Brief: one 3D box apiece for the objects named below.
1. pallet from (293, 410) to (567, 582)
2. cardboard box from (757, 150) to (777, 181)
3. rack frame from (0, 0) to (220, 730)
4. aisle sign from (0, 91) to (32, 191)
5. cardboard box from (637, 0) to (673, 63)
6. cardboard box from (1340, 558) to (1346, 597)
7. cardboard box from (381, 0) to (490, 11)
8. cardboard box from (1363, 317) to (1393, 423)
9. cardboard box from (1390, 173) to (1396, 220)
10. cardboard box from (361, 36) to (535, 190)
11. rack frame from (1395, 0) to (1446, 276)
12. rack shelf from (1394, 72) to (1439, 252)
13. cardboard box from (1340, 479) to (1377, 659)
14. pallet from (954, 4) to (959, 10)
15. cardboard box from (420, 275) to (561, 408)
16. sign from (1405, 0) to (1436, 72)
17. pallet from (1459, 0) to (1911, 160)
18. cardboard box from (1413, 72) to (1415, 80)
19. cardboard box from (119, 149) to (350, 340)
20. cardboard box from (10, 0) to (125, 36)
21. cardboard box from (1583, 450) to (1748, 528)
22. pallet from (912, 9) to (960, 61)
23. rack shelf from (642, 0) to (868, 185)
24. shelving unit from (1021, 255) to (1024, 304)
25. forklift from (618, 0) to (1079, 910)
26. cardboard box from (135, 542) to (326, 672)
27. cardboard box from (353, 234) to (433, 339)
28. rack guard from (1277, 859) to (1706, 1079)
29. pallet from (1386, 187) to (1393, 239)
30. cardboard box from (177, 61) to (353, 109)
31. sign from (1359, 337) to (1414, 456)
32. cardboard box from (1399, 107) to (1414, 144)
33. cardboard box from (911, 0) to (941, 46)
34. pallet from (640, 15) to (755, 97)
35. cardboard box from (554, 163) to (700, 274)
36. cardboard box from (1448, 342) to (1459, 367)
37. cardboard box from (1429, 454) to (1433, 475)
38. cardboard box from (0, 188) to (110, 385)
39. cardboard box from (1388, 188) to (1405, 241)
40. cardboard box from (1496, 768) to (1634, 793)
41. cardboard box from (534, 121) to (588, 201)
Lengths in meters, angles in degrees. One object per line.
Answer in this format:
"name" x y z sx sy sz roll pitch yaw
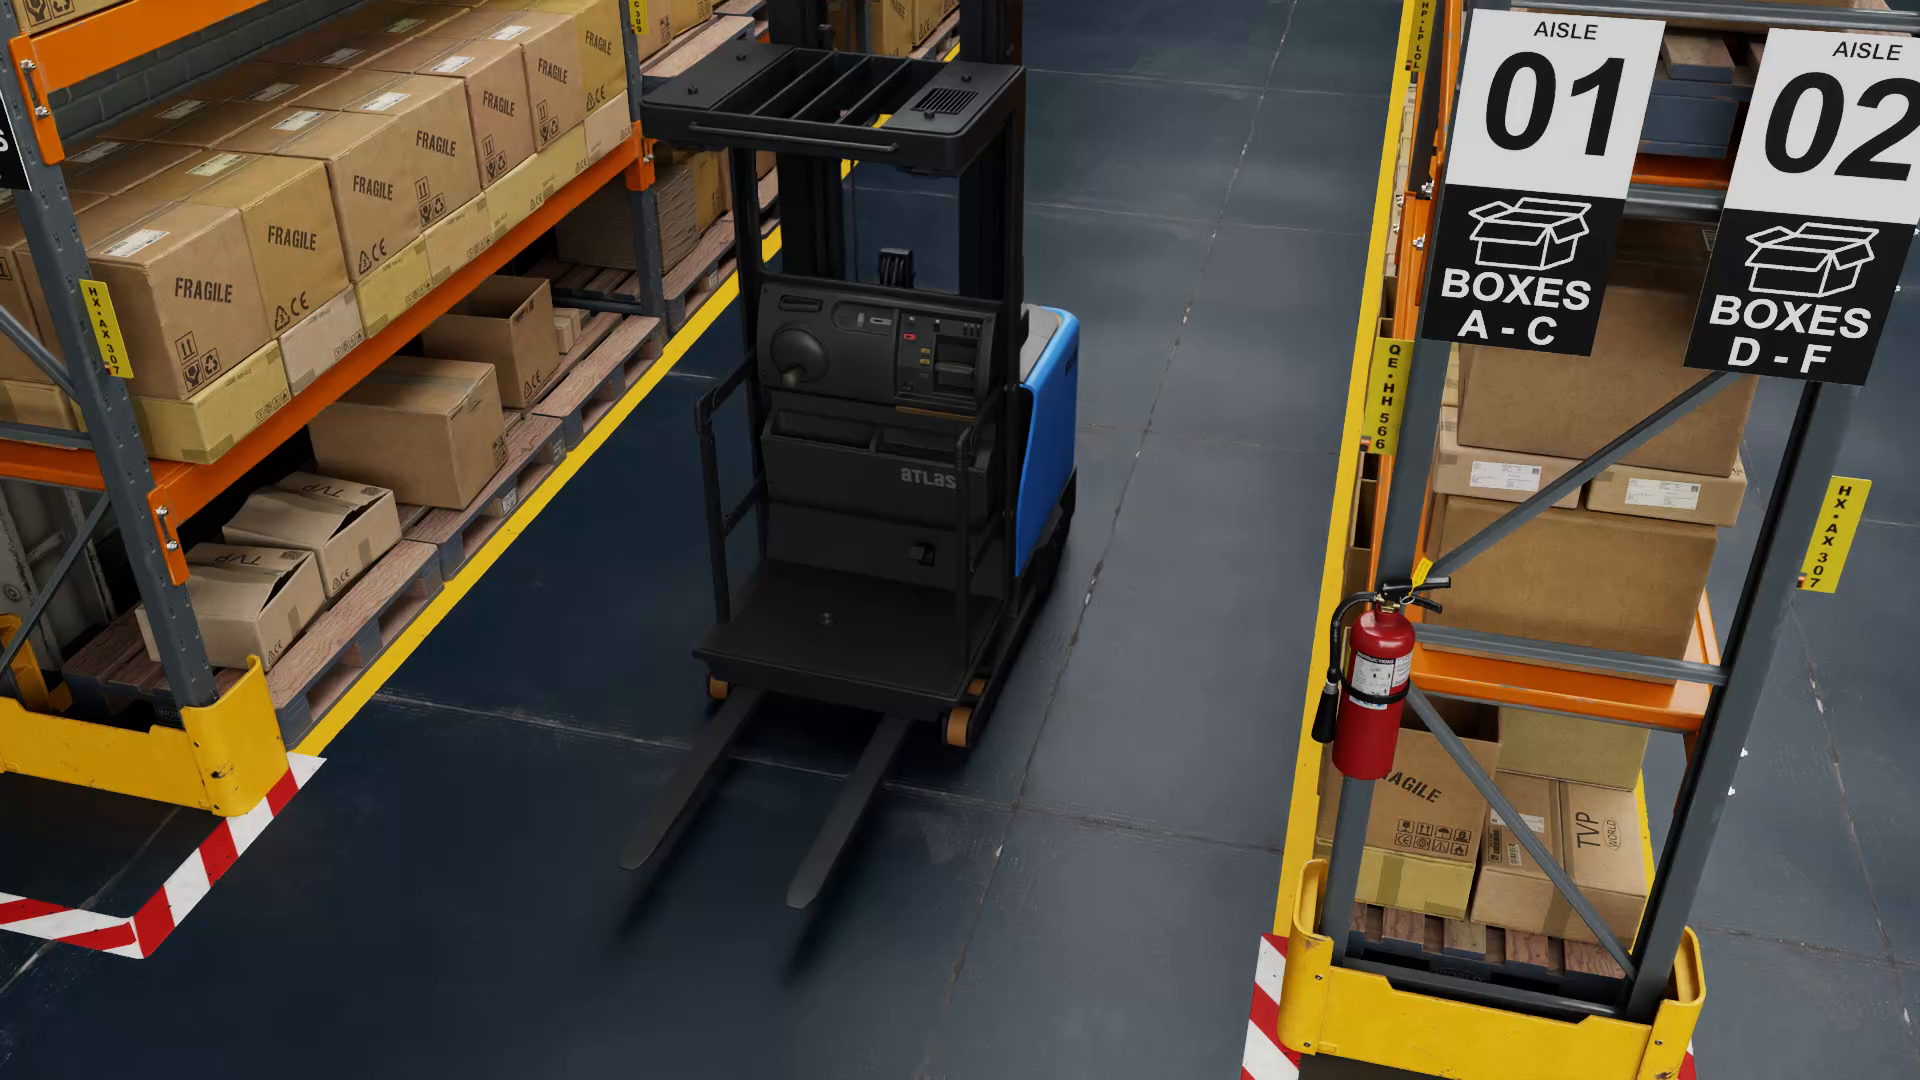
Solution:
"pallet" -2.614 -0.274 7.985 1.003 0.211 1.213 8 33 12
"cardboard box" -1.629 -2.752 11.203 0.700 0.500 0.500 8 33 12
"rack frame" -3.185 -0.364 5.526 1.000 3.000 0.127 8 33 12
"aisle sign" -2.913 -1.383 4.706 0.394 0.787 0.004 8 33 12
"cardboard box" -2.008 -2.927 9.055 0.700 0.500 0.500 8 33 13
"cardboard box" 1.826 0.193 6.821 0.500 0.250 0.500 8 33 12
"cardboard box" -2.492 -2.486 8.286 0.500 0.500 0.500 7 33 11
"cardboard box" 2.082 -0.642 7.436 0.500 0.500 0.500 8 33 12
"cardboard box" 2.968 -2.096 10.423 0.500 0.250 0.500 7 33 11
"cardboard box" -2.250 -1.894 7.356 0.500 0.500 0.500 7 33 11
"rack frame" 2.622 -1.767 7.734 1.000 3.000 0.127 8 33 12
"rack shelf" 3.130 -2.501 9.559 1.077 0.370 4.000 8 33 12
"cardboard box" 1.695 0.136 6.213 0.500 0.500 0.500 8 33 12
"pallet" -0.263 -5.003 15.424 1.003 0.211 1.213 8 33 12
"cardboard box" -2.395 -1.026 8.488 0.500 0.500 0.500 6 33 9
"sign" 2.095 -2.291 7.552 0.100 0.325 0.005 8 33 12
"pallet" 1.812 -1.283 4.259 1.003 0.211 1.213 8 33 12
"cardboard box" 3.648 -3.491 12.365 0.500 0.500 0.500 9 34 14
"cardboard box" -2.638 -1.087 6.087 0.500 0.500 0.500 8 33 13
"cardboard box" -2.859 -1.820 4.909 0.500 0.500 0.500 9 34 14
"cardboard box" 1.915 -0.182 4.542 0.380 0.149 0.250 8 33 12
"pallet" -0.571 -4.368 14.425 1.003 0.211 1.213 8 33 12
"rack shelf" -1.663 -3.174 10.617 1.077 0.370 4.000 8 33 12
"shelving unit" 0.149 -0.756 7.821 0.258 1.200 0.189 9 34 15
"forklift" -0.383 -0.669 6.071 1.130 2.935 3.031 9 34 15
"cardboard box" -2.923 0.238 6.675 0.500 0.311 0.500 4 33 7
"cardboard box" -2.501 -1.054 6.733 0.500 0.250 0.500 8 33 12
"rack guard" 1.601 1.376 5.119 1.175 0.500 0.348 8 33 12
"pallet" 3.391 -2.244 11.083 1.003 0.211 1.213 8 33 12
"cardboard box" -2.879 -1.689 7.033 0.500 0.500 0.500 8 33 13
"sign" 1.086 -0.361 4.222 0.100 0.325 0.005 8 33 12
"cardboard box" 3.095 -2.591 10.678 0.500 0.311 0.500 7 33 11
"cardboard box" -0.613 -4.603 13.806 0.750 0.750 0.750 8 33 12
"pallet" -1.836 -2.735 9.436 1.003 0.211 1.213 8 33 12
"cardboard box" -2.000 -1.955 9.948 0.700 0.500 0.500 9 34 14
"cardboard box" 1.650 -0.500 5.043 0.380 0.149 0.250 8 33 12
"cardboard box" 1.998 -0.504 5.654 0.700 0.500 0.500 8 33 13
"cardboard box" -3.271 -0.899 5.790 0.500 0.500 0.500 8 33 12
"cardboard box" 2.703 -1.799 9.433 0.500 0.311 0.500 8 33 12
"cardboard box" 2.082 0.784 5.893 0.500 0.250 0.500 8 33 12
"cardboard box" -2.132 -1.840 7.970 0.500 0.250 0.500 8 33 13
